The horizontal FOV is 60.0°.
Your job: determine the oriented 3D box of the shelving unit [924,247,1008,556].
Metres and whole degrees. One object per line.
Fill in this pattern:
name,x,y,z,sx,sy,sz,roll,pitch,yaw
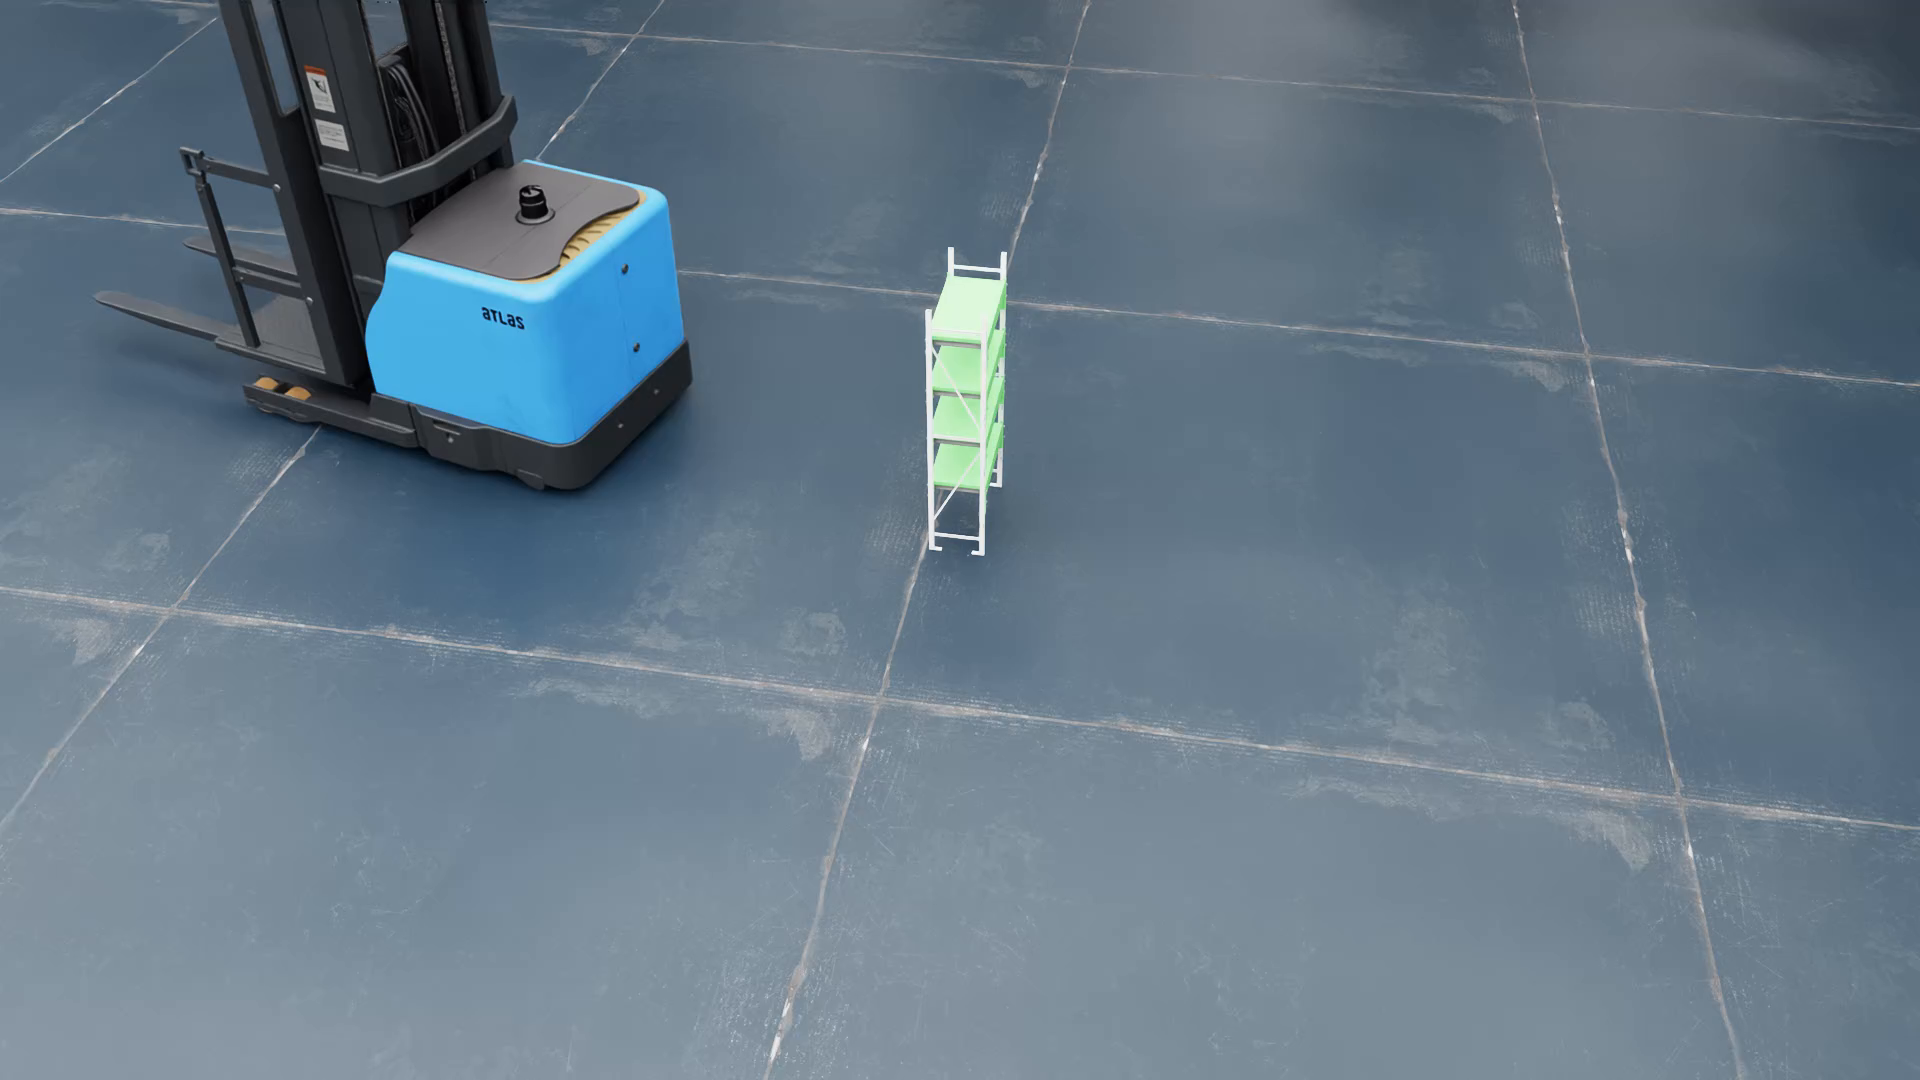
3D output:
shelving unit,0.029,-0.566,6.993,0.258,1.200,0.503,6,40,8

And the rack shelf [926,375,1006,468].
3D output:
rack shelf,0.029,-0.517,7.034,0.258,0.148,0.480,6,40,8

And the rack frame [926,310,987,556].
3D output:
rack frame,-0.014,-0.413,6.808,0.240,1.200,0.015,6,40,8

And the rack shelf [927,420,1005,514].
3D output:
rack shelf,0.029,-0.332,7.187,0.258,0.148,0.480,6,40,8

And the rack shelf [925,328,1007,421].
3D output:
rack shelf,0.029,-0.702,6.881,0.258,0.148,0.480,6,40,8

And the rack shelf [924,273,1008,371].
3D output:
rack shelf,0.029,-0.887,6.728,0.258,0.148,0.480,6,40,8

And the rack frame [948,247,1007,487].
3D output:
rack frame,0.071,-0.719,7.179,0.240,1.200,0.015,6,40,8

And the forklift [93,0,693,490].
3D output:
forklift,-2.860,-1.979,7.343,3.031,2.935,1.130,16,42,19
